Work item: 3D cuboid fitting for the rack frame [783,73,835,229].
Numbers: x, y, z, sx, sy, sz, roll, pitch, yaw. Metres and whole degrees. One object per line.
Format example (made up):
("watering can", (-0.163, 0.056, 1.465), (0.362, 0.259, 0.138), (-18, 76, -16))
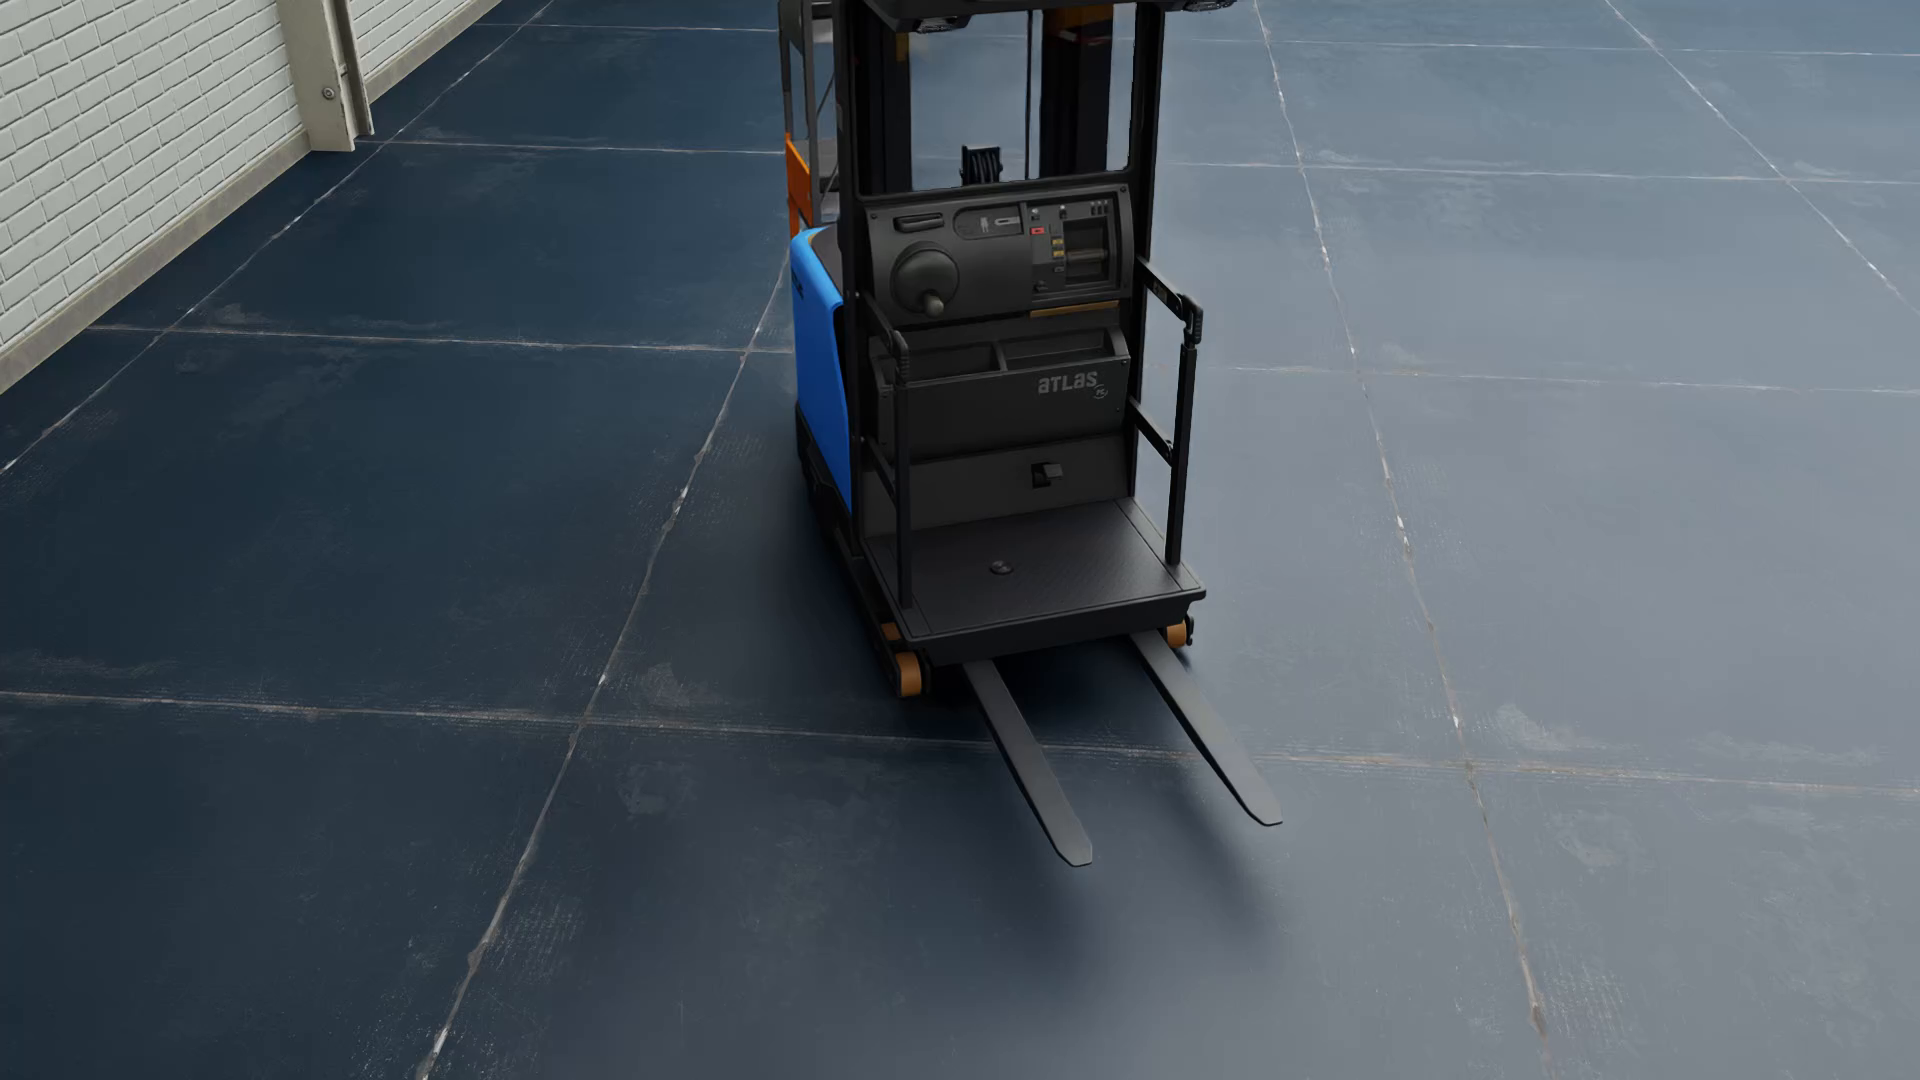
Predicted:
("rack frame", (-0.553, -1.561, 7.281), (0.400, 2.100, 0.015), (-9, 33, -14))

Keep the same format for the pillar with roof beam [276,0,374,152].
("pillar with roof beam", (0.177, -6.298, 8.392), (9.100, 9.000, 0.400), (2, 32, 4))

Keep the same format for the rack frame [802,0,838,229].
("rack frame", (-0.412, -1.316, 6.884), (0.400, 2.100, 0.015), (-9, 33, -14))

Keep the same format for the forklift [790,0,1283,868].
("forklift", (0.208, -0.926, 5.459), (1.130, 2.935, 3.031), (-9, 33, -14))

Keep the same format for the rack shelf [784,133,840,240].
("rack shelf", (-0.482, -1.427, 7.090), (0.431, 0.518, 0.480), (-9, 33, -14))

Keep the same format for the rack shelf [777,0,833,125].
("rack shelf", (-0.482, -2.023, 6.722), (0.431, 0.518, 0.480), (-9, 33, -14))

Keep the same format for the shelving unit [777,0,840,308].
("shelving unit", (-0.482, -1.438, 7.082), (0.431, 2.100, 0.503), (-9, 33, -14))
